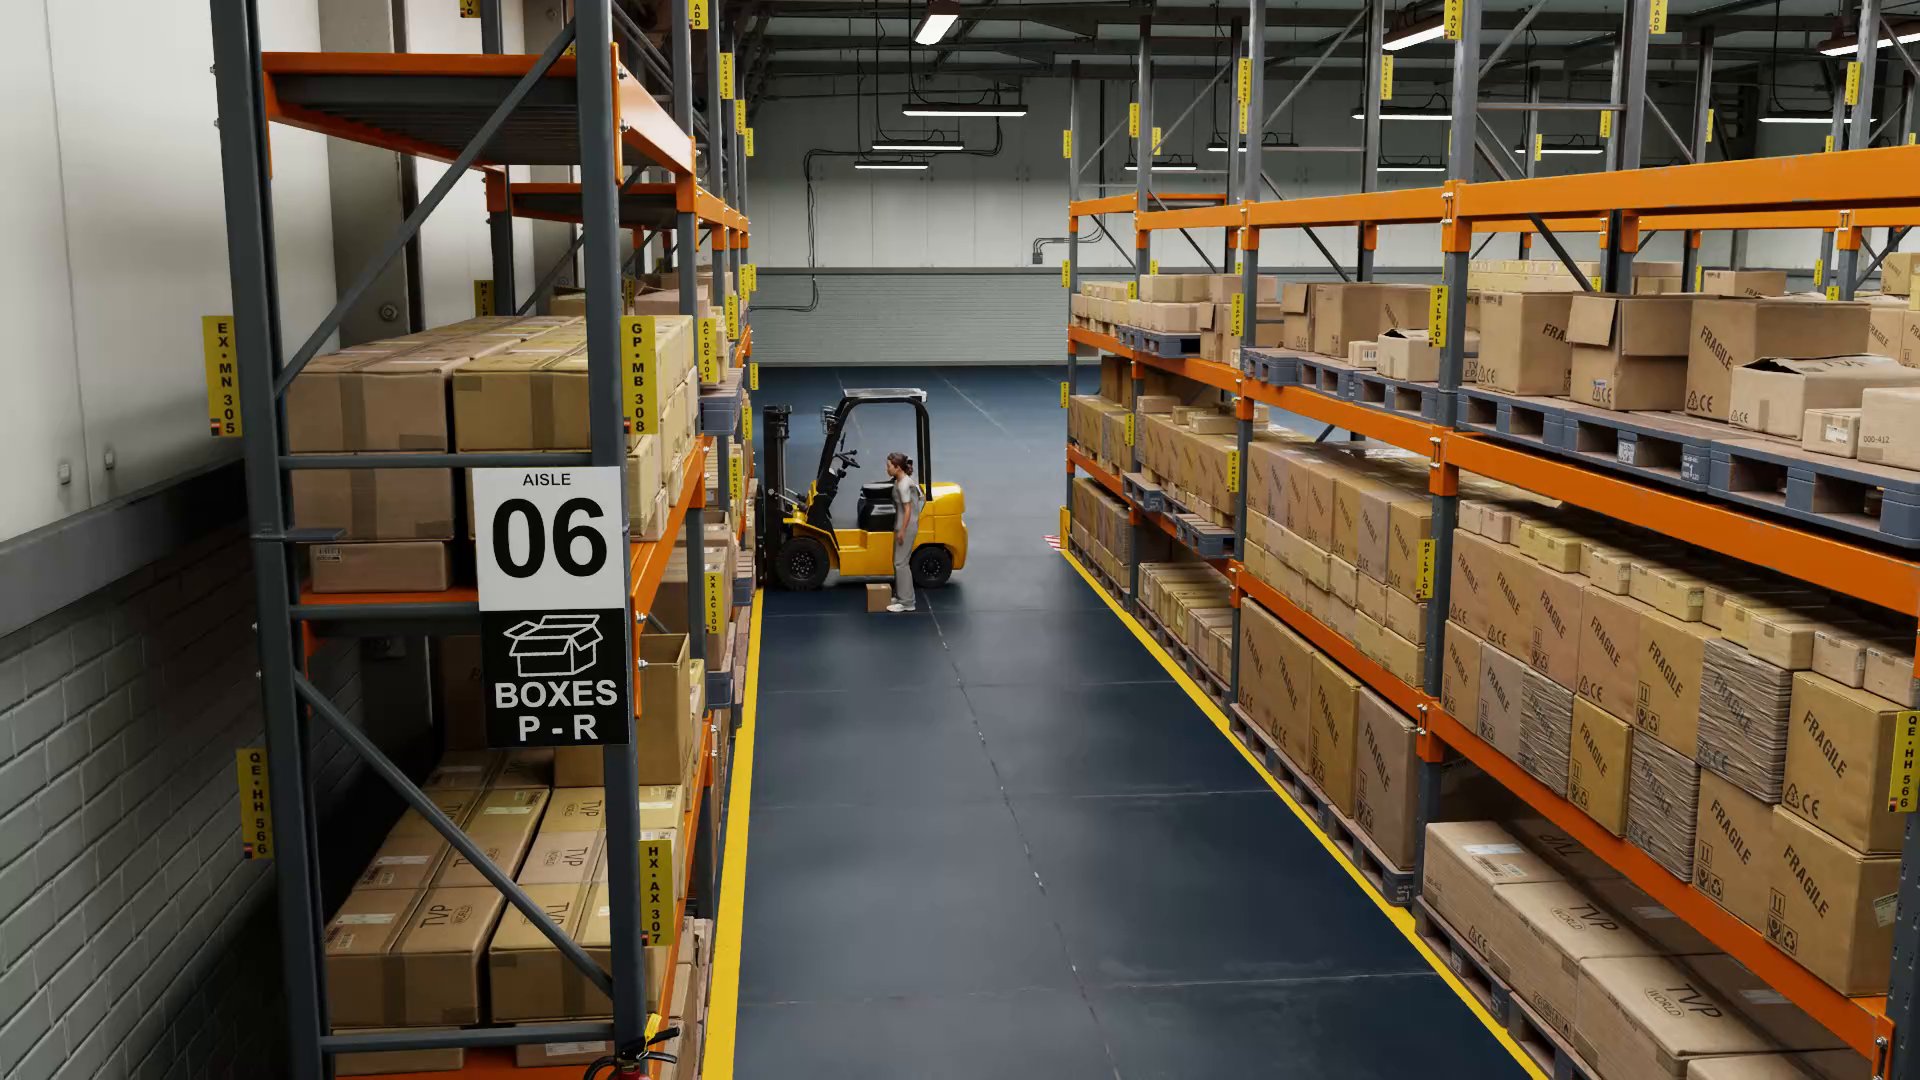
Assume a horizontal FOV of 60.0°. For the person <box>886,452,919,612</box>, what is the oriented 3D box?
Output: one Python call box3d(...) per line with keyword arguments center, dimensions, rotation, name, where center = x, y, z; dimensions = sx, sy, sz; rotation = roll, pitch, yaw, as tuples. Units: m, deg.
box3d(center=(-0.609, -0.098, 17.459), dimensions=(0.358, 1.672, 0.485), rotation=(-1, 10, -7), name="person")
